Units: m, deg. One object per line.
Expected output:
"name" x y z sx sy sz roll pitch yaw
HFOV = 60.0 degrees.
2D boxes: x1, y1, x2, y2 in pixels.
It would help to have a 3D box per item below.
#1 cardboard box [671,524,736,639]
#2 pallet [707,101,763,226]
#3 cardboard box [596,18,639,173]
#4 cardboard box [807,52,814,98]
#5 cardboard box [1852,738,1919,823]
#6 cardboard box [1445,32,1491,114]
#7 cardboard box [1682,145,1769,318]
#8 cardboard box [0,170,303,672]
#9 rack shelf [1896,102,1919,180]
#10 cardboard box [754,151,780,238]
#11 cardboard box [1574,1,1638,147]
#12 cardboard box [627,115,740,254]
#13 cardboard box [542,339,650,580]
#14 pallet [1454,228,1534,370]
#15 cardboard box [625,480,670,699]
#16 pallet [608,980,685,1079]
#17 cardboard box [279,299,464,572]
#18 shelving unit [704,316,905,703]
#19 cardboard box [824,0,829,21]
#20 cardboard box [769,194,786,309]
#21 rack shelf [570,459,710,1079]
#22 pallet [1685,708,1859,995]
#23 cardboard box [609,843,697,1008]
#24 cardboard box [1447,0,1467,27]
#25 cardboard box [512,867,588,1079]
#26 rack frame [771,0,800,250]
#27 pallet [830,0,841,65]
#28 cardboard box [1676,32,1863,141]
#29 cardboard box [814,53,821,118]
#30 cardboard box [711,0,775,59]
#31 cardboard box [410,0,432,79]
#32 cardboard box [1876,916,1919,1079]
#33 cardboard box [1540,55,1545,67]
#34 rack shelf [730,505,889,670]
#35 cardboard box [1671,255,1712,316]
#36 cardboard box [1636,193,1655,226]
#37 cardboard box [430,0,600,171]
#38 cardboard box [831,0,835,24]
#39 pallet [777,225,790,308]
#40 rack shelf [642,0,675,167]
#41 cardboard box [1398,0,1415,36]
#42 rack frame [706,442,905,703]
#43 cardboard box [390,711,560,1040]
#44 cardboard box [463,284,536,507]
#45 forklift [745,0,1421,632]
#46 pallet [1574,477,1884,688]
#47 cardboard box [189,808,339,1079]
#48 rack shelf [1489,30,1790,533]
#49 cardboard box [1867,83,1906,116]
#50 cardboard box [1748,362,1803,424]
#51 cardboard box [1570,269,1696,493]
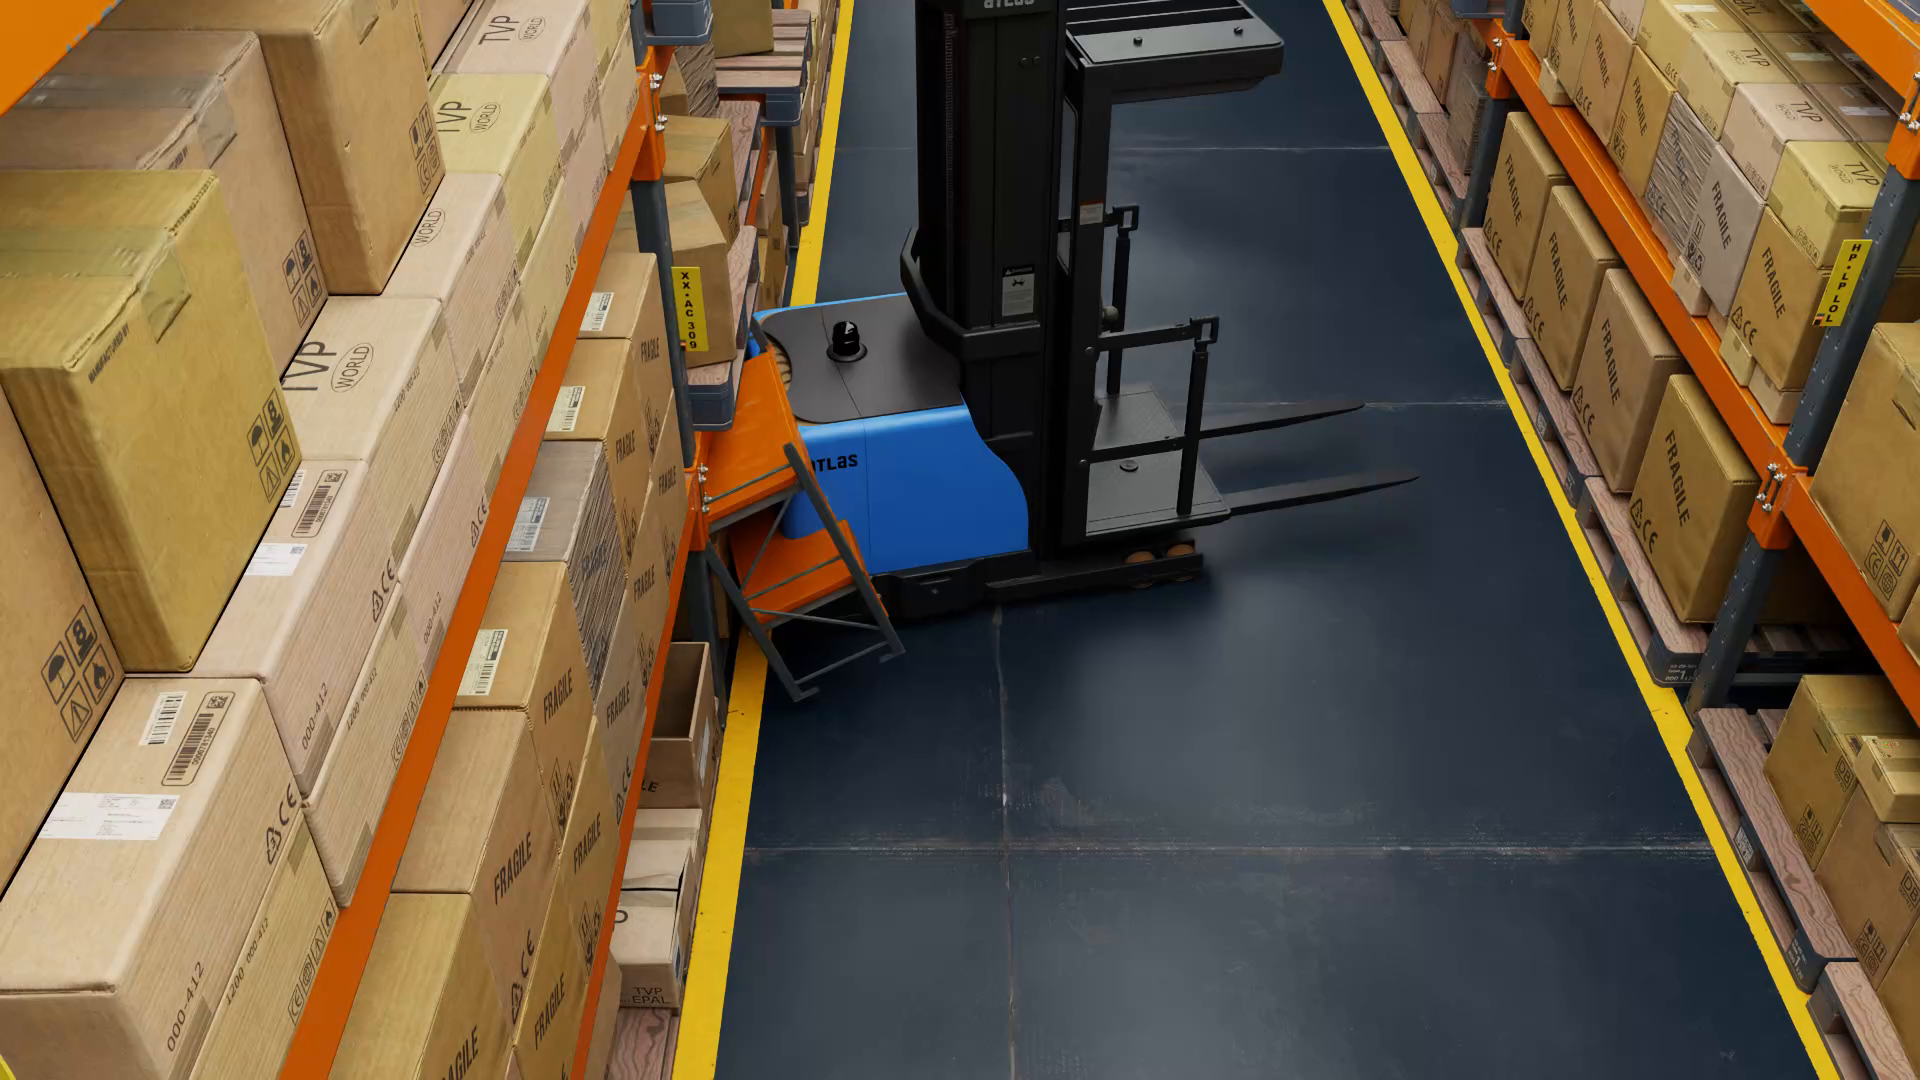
"cardboard box" -1.216 0.065 6.918 0.500 0.500 0.500 -2 39 -2
"pallet" -1.457 -1.647 7.560 1.003 0.211 1.213 0 39 0
"cardboard box" -1.193 -1.245 4.626 0.500 0.250 0.500 0 39 0
"cardboard box" -1.180 -2.904 10.389 0.500 0.311 0.500 -1 39 -1
"cardboard box" 3.211 0.798 5.500 0.380 0.149 0.250 1 39 1
"cardboard box" 3.552 -2.912 10.633 0.700 0.500 0.500 0 39 0
"cardboard box" 3.231 -1.213 6.531 0.500 0.500 0.500 0 39 0
"cardboard box" -1.388 -0.169 2.284 0.700 0.500 0.500 0 39 0
"rack shelf" 3.497 -0.081 3.630 1.077 0.370 4.000 0 39 0
"cardboard box" -1.224 -1.807 8.653 0.500 0.250 0.500 1 39 2
"cardboard box" 3.225 -2.165 7.719 0.500 0.500 0.500 0 39 0
"cardboard box" -1.300 -1.366 6.640 0.700 0.500 0.500 6 39 7
"cardboard box" -1.197 -0.229 4.758 0.500 0.500 0.500 -1 39 -1
"pallet" 3.415 -1.363 9.281 1.003 0.211 1.213 0 39 0
"cardboard box" -1.200 0.159 5.073 0.500 0.500 0.500 1 39 1
"pallet" -1.455 1.846 5.278 1.003 0.211 1.213 0 39 0
"cardboard box" -1.196 -0.189 2.909 0.500 0.250 0.500 0 39 0
"shelving unit" -0.766 -0.134 6.867 0.538 1.125 1.048 -25 37 2
"cardboard box" -1.176 -3.859 11.581 0.500 0.311 0.500 0 39 0
"cardboard box" -1.228 -1.549 8.932 0.500 0.500 0.500 1 39 2
"rack shelf" -1.457 1.095 4.560 1.077 0.370 4.000 0 39 0
"pallet" 3.417 1.121 6.182 1.003 0.211 1.213 0 39 0
"cardboard box" -1.174 1.266 5.570 0.500 0.311 0.500 0 39 0
"cardboard box" 3.493 -3.561 10.842 0.500 0.250 0.500 0 39 0
"cardboard box" -1.195 1.112 3.884 0.500 0.500 0.500 0 39 0
"rack frame" -1.464 -2.938 9.017 1.000 3.000 0.127 0 39 0
"pallet" -1.429 -3.890 12.436 1.003 0.211 1.213 0 39 0
"cardboard box" 3.246 -1.829 6.700 0.500 0.250 0.500 1 39 1
"cardboard box" -1.179 -2.996 10.953 0.500 0.250 0.500 -1 39 -1
"cardboard box" -1.351 -2.747 8.363 0.700 0.500 0.500 -12 40 -15
"cardboard box" -1.555 -1.107 3.454 0.700 0.500 0.500 0 39 0
"cardboard box" 3.388 1.472 5.178 0.700 0.500 0.500 1 39 1
"cardboard box" 3.250 -2.490 8.643 0.380 0.149 0.250 0 39 1
"rack shelf" -0.682 0.040 7.015 0.538 0.278 1.000 -25 37 2
"cardboard box" 3.173 -1.048 6.844 0.380 0.149 0.250 0 39 0
"cardboard box" 3.264 -1.524 7.438 0.380 0.149 0.250 1 39 1
"cardboard box" -1.190 -1.127 4.079 0.500 0.250 0.500 0 39 0
"cardboard box" -1.179 -3.955 12.149 0.500 0.250 0.500 -1 39 -1
"pallet" -1.501 -1.383 9.307 1.003 0.211 1.213 0 39 0
"rack shelf" -1.462 -2.577 6.744 1.077 0.370 4.000 0 39 0
"cardboard box" 3.553 -3.858 11.813 0.700 0.500 0.500 -1 39 -1
"rack frame" -0.647 0.151 6.463 0.500 1.125 0.032 -25 37 2
"cardboard box" -1.195 0.718 3.576 0.500 0.500 0.500 0 39 1
"cardboard box" -1.198 -0.307 3.455 0.500 0.250 0.500 0 39 0
"forklift" 0.607 -1.240 6.953 3.031 2.935 1.130 -9 40 -11
"pallet" 3.418 0.163 7.377 1.003 0.211 1.213 0 39 0
"cardboard box" -1.201 0.631 2.285 0.500 0.250 0.500 0 39 0
"rack shelf" 3.492 -1.412 7.689 1.077 0.370 4.000 0 39 0
"cardboard box" 3.747 -1.513 6.306 0.500 0.250 0.500 0 39 0
"cardboard box" 3.211 -0.563 6.239 0.380 0.149 0.250 0 39 0
"cardboard box" 3.360 -0.730 7.645 0.750 0.750 0.750 1 39 1
